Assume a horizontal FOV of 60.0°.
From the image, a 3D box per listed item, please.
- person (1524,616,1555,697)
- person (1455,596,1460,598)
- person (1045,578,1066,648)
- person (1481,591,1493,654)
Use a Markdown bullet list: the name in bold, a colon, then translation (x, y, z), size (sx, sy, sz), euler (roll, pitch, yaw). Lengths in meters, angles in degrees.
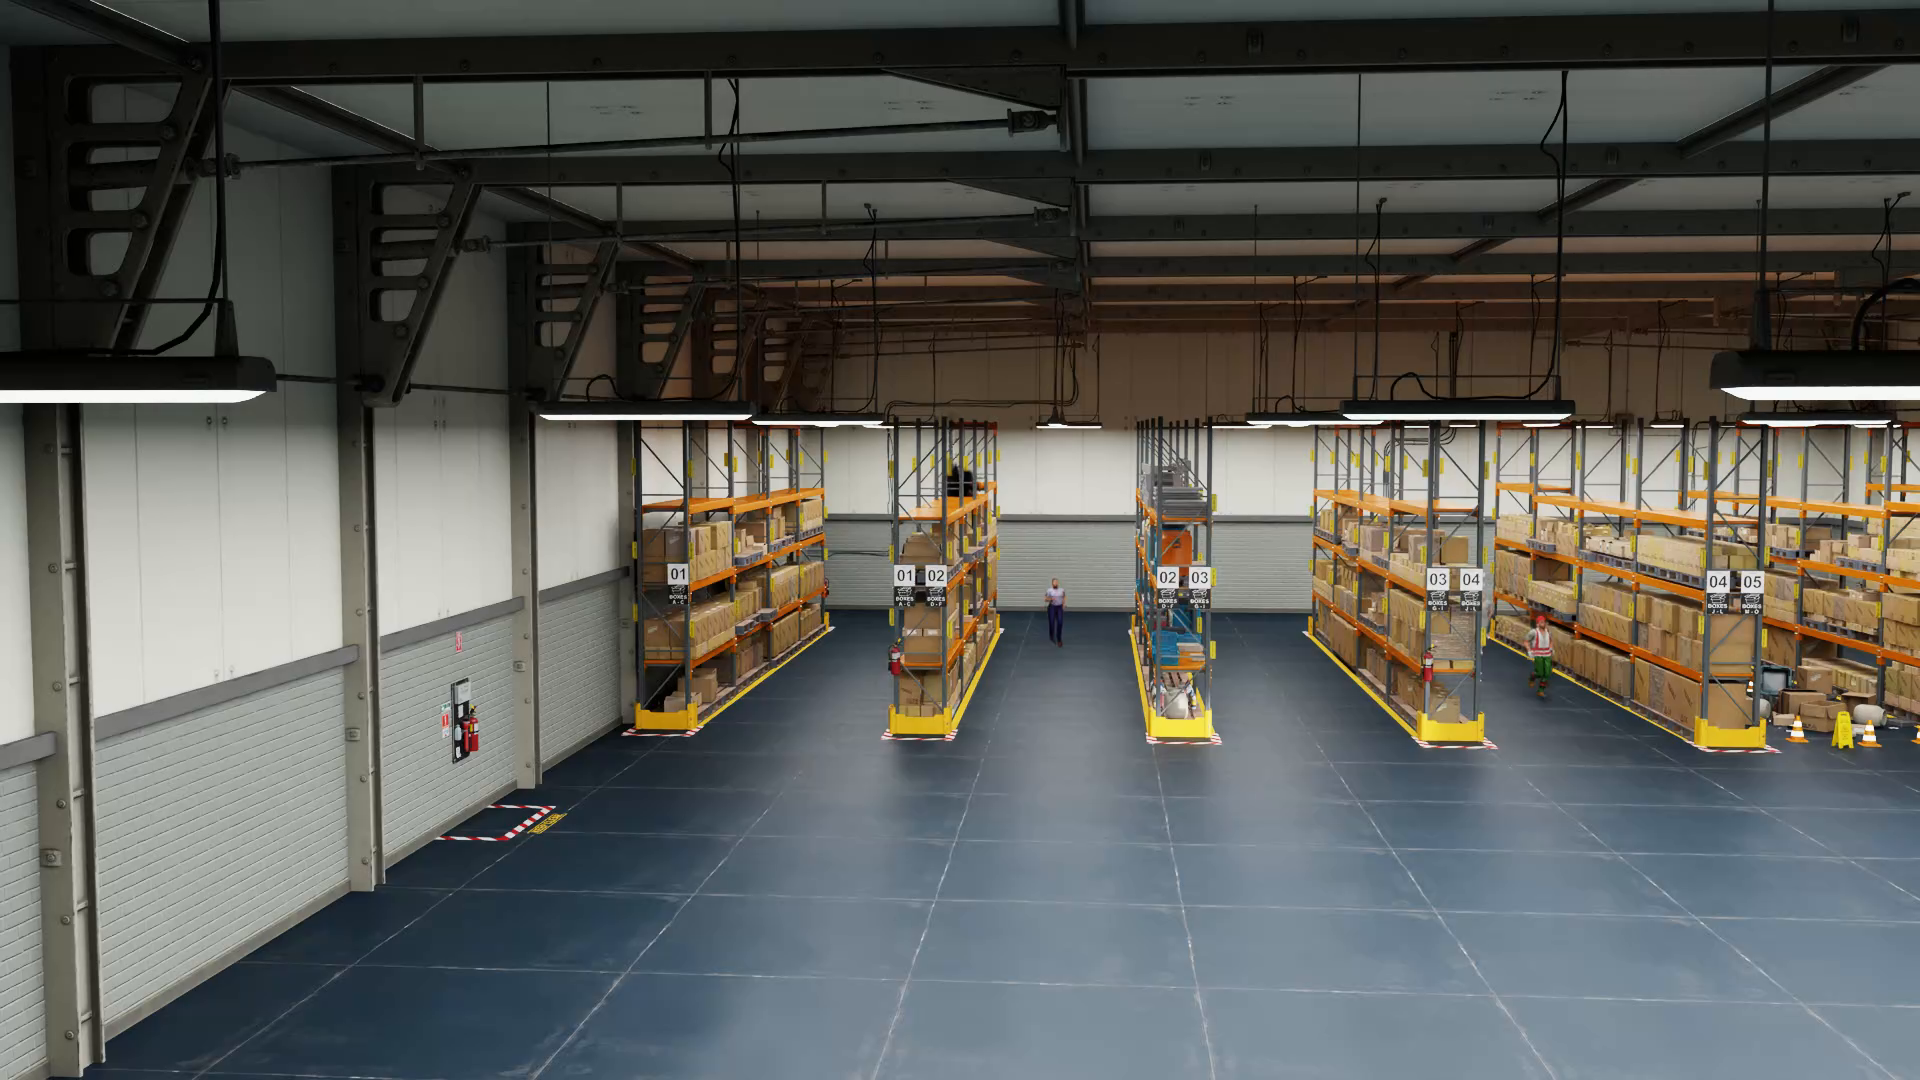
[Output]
- **person**: translation (12.560, 2.511, 35.981), size (0.657, 1.743, 0.605), euler (0, 4, -7)
- **person**: translation (13.807, 1.790, 46.590), size (0.900, 1.765, 0.646), euler (-3, 5, -38)
- **person**: translation (2.450, 1.873, 42.648), size (0.562, 1.750, 0.658), euler (0, 4, -4)
- **person**: translation (13.454, 2.118, 42.801), size (0.555, 1.637, 0.581), euler (0, 4, 4)
